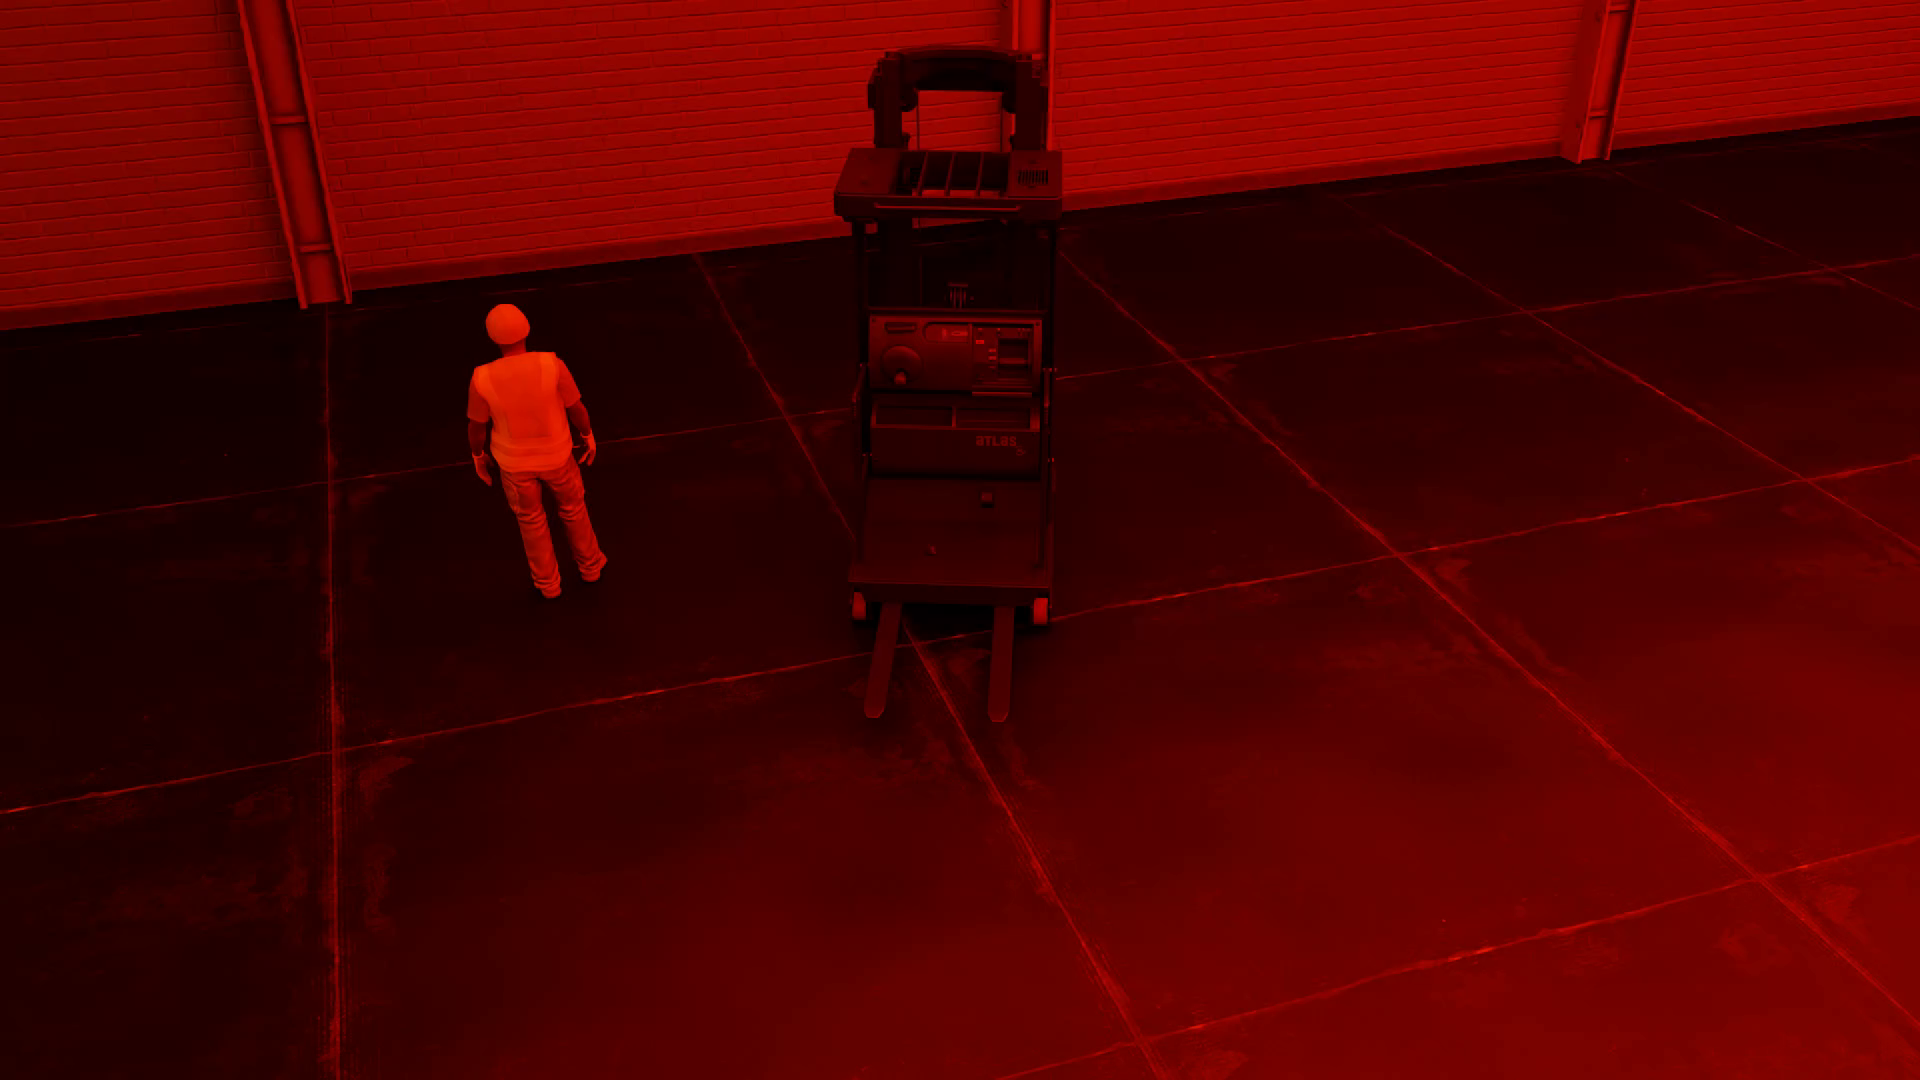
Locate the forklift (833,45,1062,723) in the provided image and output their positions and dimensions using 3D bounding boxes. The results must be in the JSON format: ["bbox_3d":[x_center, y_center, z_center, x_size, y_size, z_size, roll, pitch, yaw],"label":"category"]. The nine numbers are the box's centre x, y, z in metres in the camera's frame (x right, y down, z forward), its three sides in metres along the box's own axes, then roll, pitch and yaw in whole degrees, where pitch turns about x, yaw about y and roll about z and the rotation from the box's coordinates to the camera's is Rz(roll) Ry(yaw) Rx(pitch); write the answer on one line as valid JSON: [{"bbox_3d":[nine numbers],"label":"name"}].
[{"bbox_3d":[-0.036,-0.959,8.755,1.130,2.935,3.031,2,30,3],"label":"forklift"}]

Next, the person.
[{"bbox_3d":[-2.331,-0.505,9.102,0.656,1.781,0.579,-8,31,-13],"label":"person"}]
